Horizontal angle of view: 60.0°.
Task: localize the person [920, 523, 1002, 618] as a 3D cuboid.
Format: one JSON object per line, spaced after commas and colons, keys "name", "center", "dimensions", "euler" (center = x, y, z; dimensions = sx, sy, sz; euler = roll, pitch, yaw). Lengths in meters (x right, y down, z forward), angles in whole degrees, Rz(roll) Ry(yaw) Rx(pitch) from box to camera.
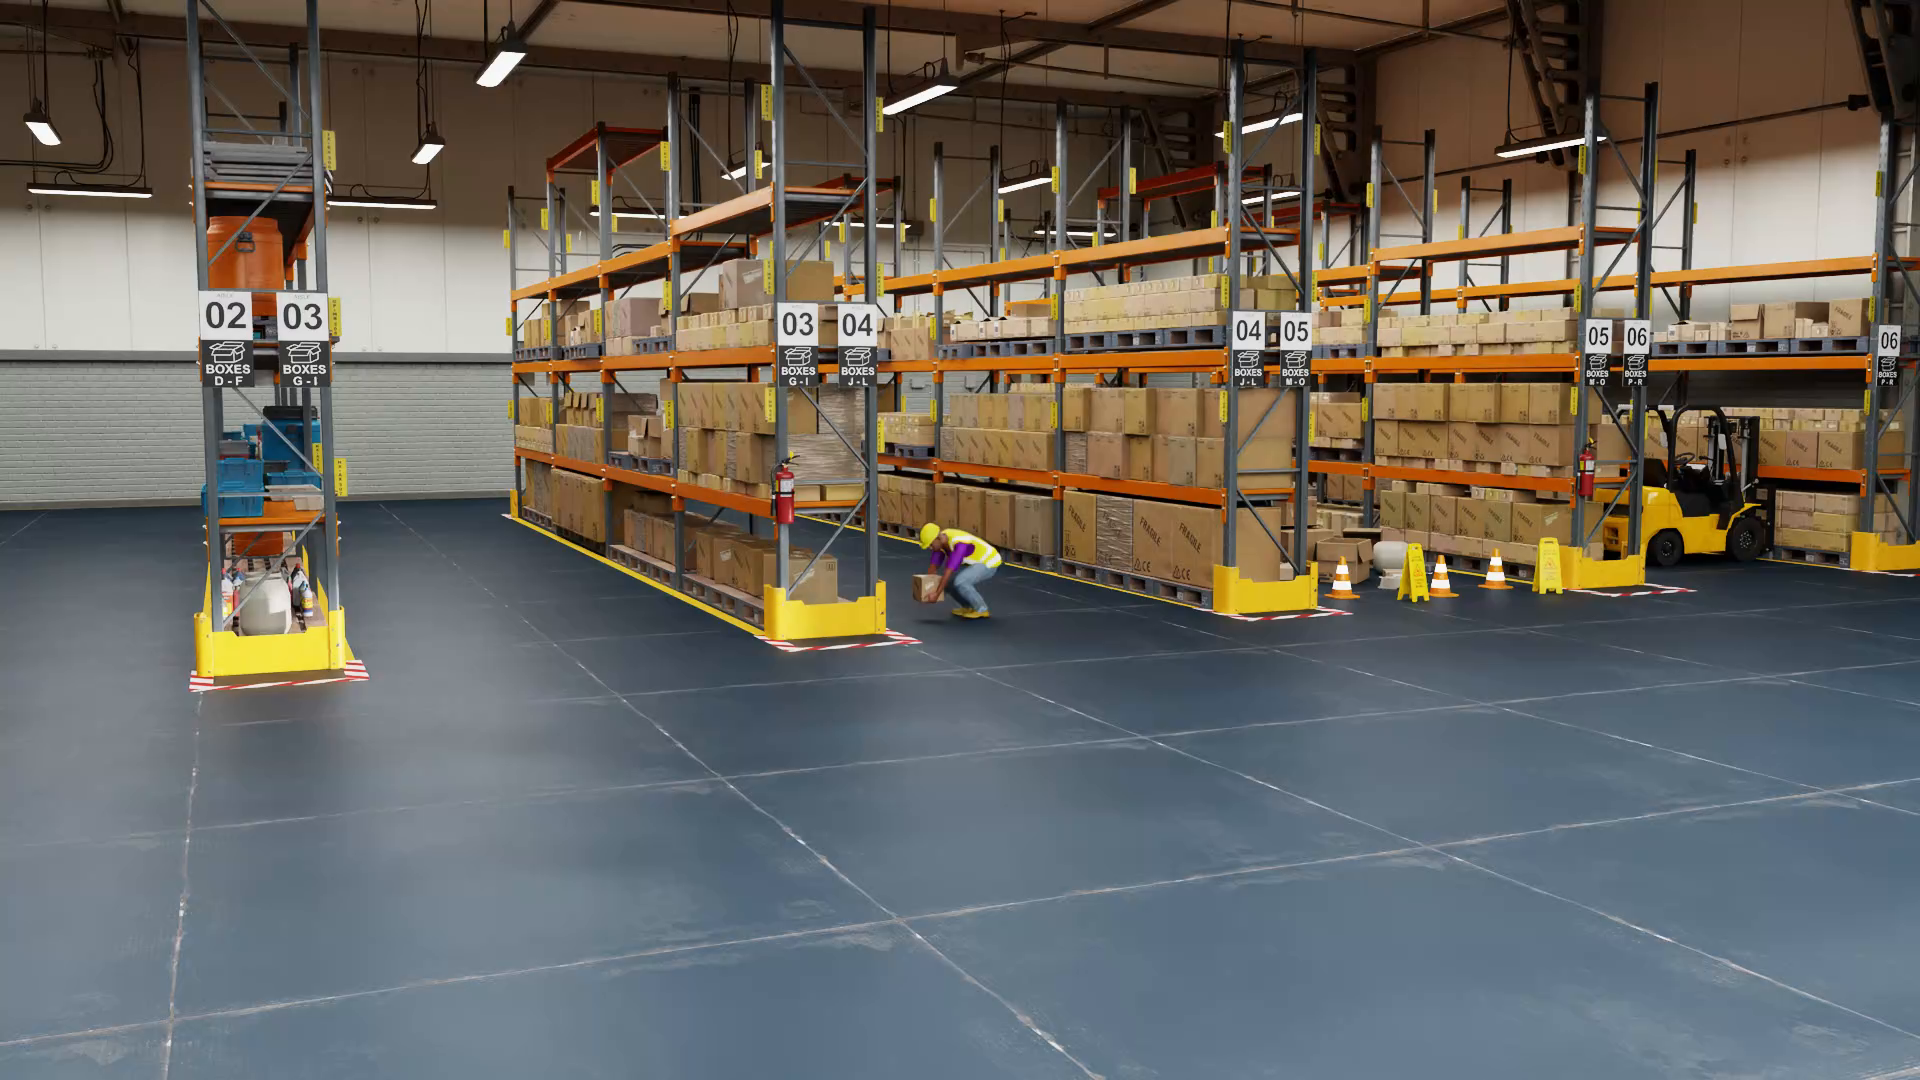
{"name": "person", "center": [-0.007, 0.314, 17.389], "dimensions": [0.918, 1.008, 0.534], "euler": [-3, 6, -25]}
